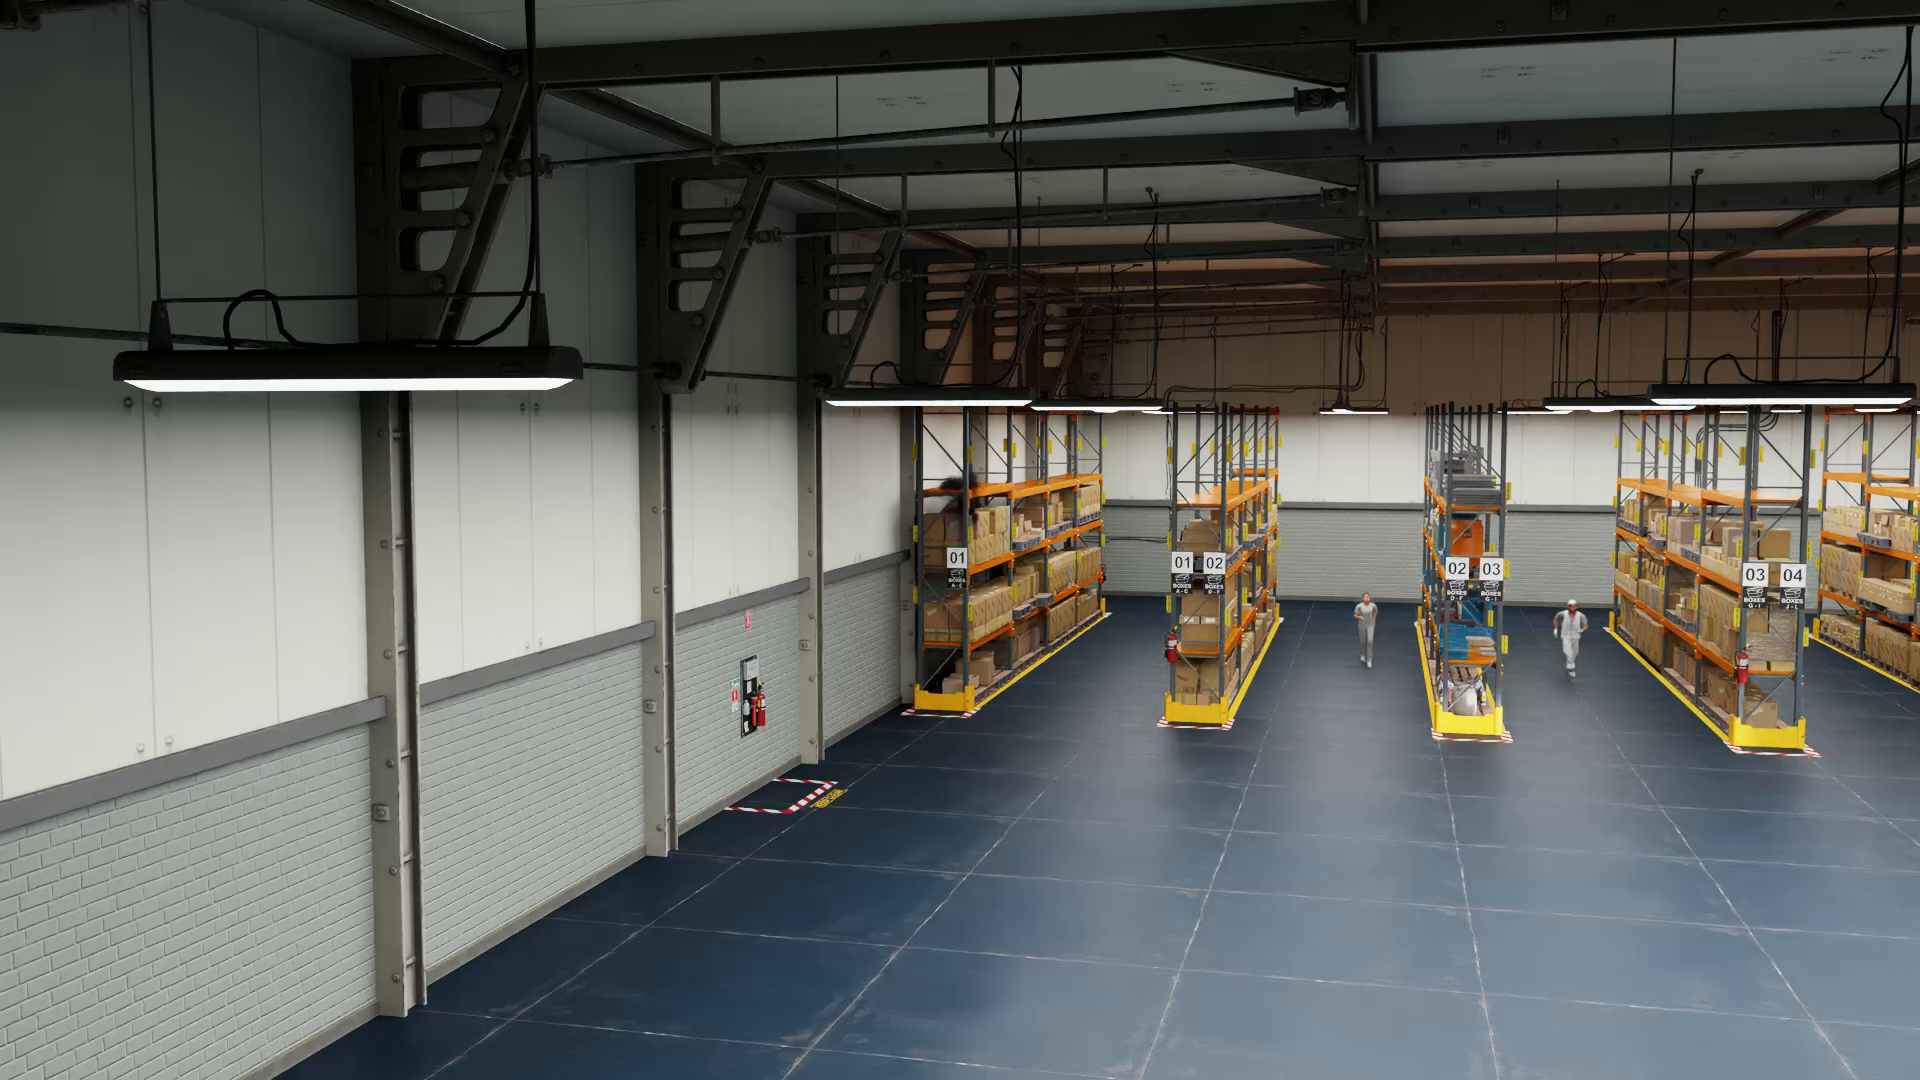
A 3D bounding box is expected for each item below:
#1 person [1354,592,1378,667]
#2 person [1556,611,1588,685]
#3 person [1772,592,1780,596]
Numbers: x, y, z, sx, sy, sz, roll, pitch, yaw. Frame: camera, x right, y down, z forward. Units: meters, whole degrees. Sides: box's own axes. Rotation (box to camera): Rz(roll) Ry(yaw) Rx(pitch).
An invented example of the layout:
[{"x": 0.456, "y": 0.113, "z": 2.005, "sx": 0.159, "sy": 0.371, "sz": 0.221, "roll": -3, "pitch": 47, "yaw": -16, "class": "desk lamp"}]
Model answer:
[{"x": 9.372, "y": 2.048, "z": 38.410, "sx": 0.528, "sy": 1.661, "sz": 0.942, "roll": 1, "pitch": 4, "yaw": 12, "class": "person"}, {"x": 13.240, "y": 2.284, "z": 36.007, "sx": 0.636, "sy": 1.550, "sz": 1.047, "roll": 1, "pitch": 4, "yaw": 11, "class": "person"}, {"x": 21.579, "y": 1.791, "z": 43.994, "sx": 0.716, "sy": 1.407, "sz": 0.538, "roll": -2, "pitch": 5, "yaw": -21, "class": "person"}]
